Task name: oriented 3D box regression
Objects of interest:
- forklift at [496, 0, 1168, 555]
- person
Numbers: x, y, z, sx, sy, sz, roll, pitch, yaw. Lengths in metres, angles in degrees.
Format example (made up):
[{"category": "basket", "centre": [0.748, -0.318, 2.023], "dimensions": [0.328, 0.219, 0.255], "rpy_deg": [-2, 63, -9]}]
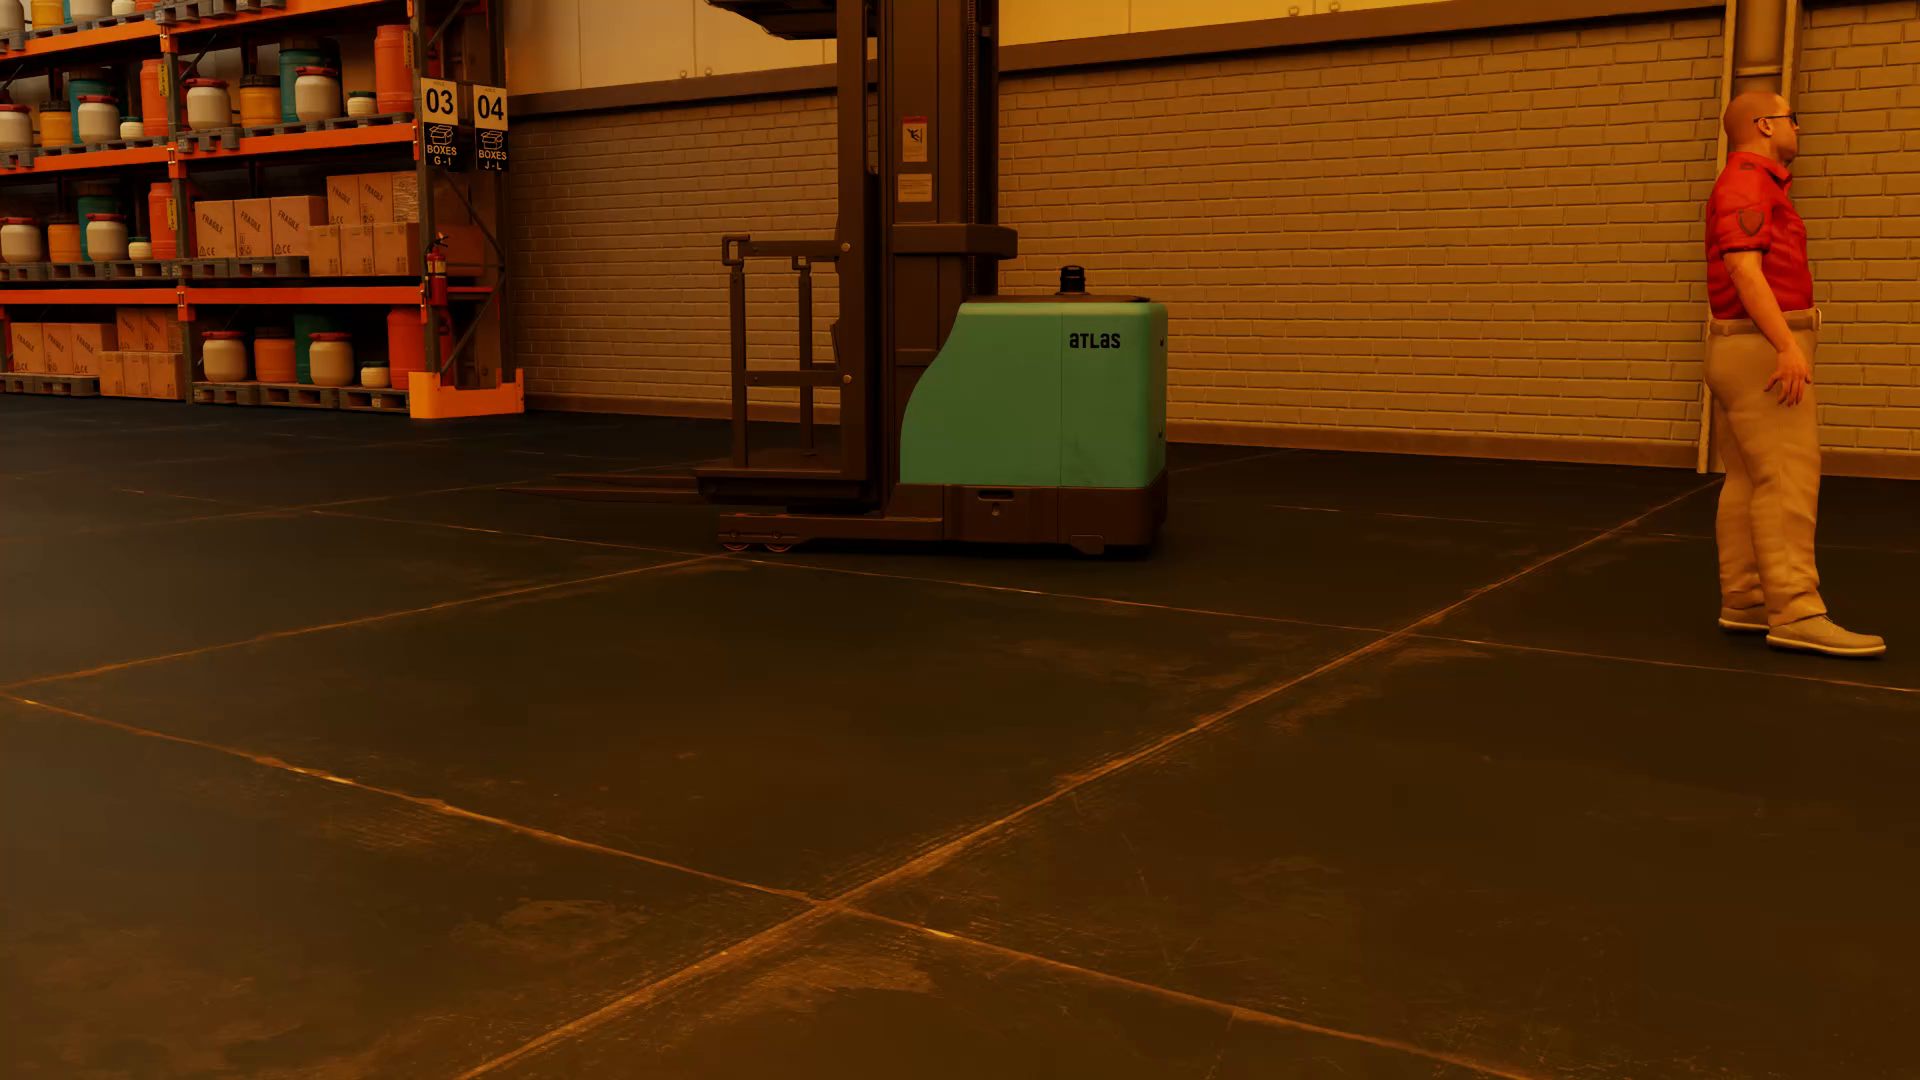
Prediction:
[{"category": "forklift", "centre": [-0.596, -1.469, 7.520], "dimensions": [3.031, 2.935, 1.130], "rpy_deg": [2, 8, 12]}, {"category": "person", "centre": [2.634, -0.548, 5.265], "dimensions": [0.551, 1.727, 0.640], "rpy_deg": [3, 9, 18]}]
